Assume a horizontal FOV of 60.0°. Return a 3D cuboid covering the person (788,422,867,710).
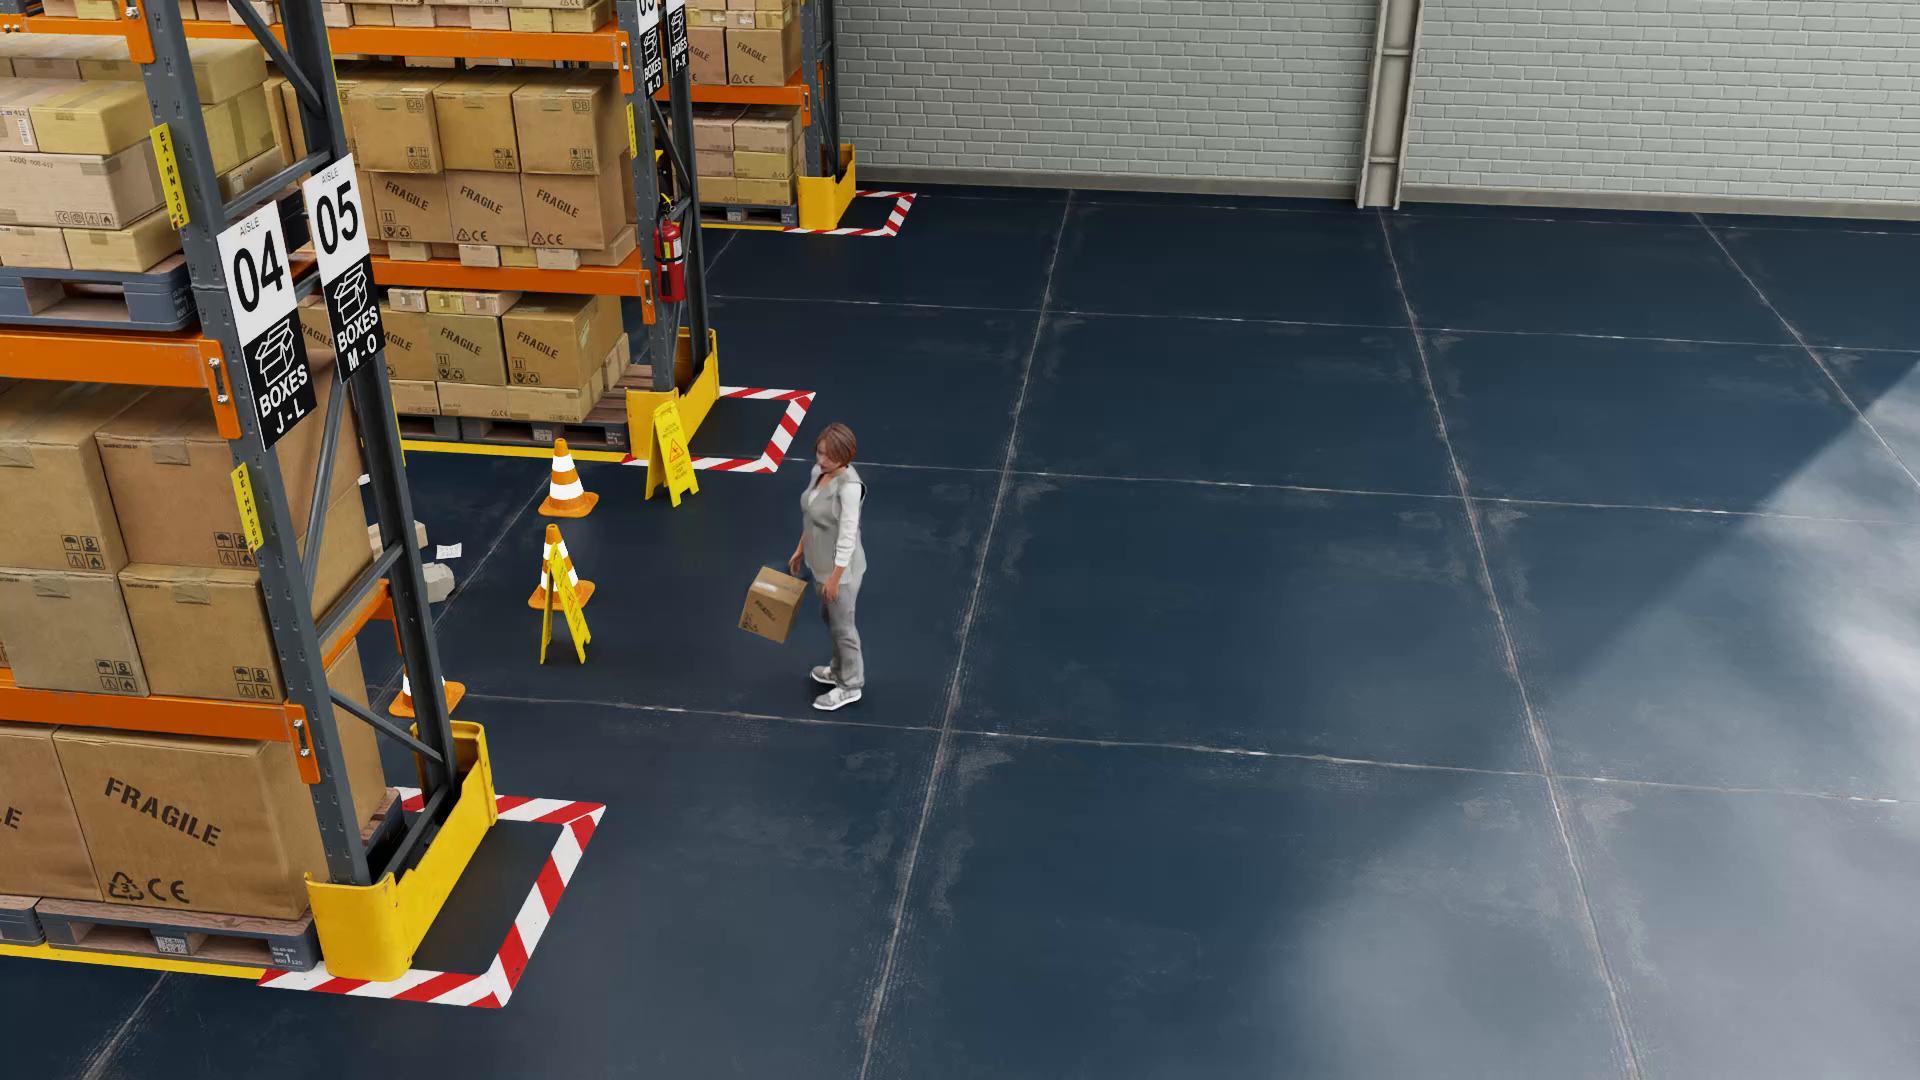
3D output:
[{"bbox_3d":[-0.667,0.137,8.366,0.343,1.596,0.517,-12,31,-20],"label":"person"}]
